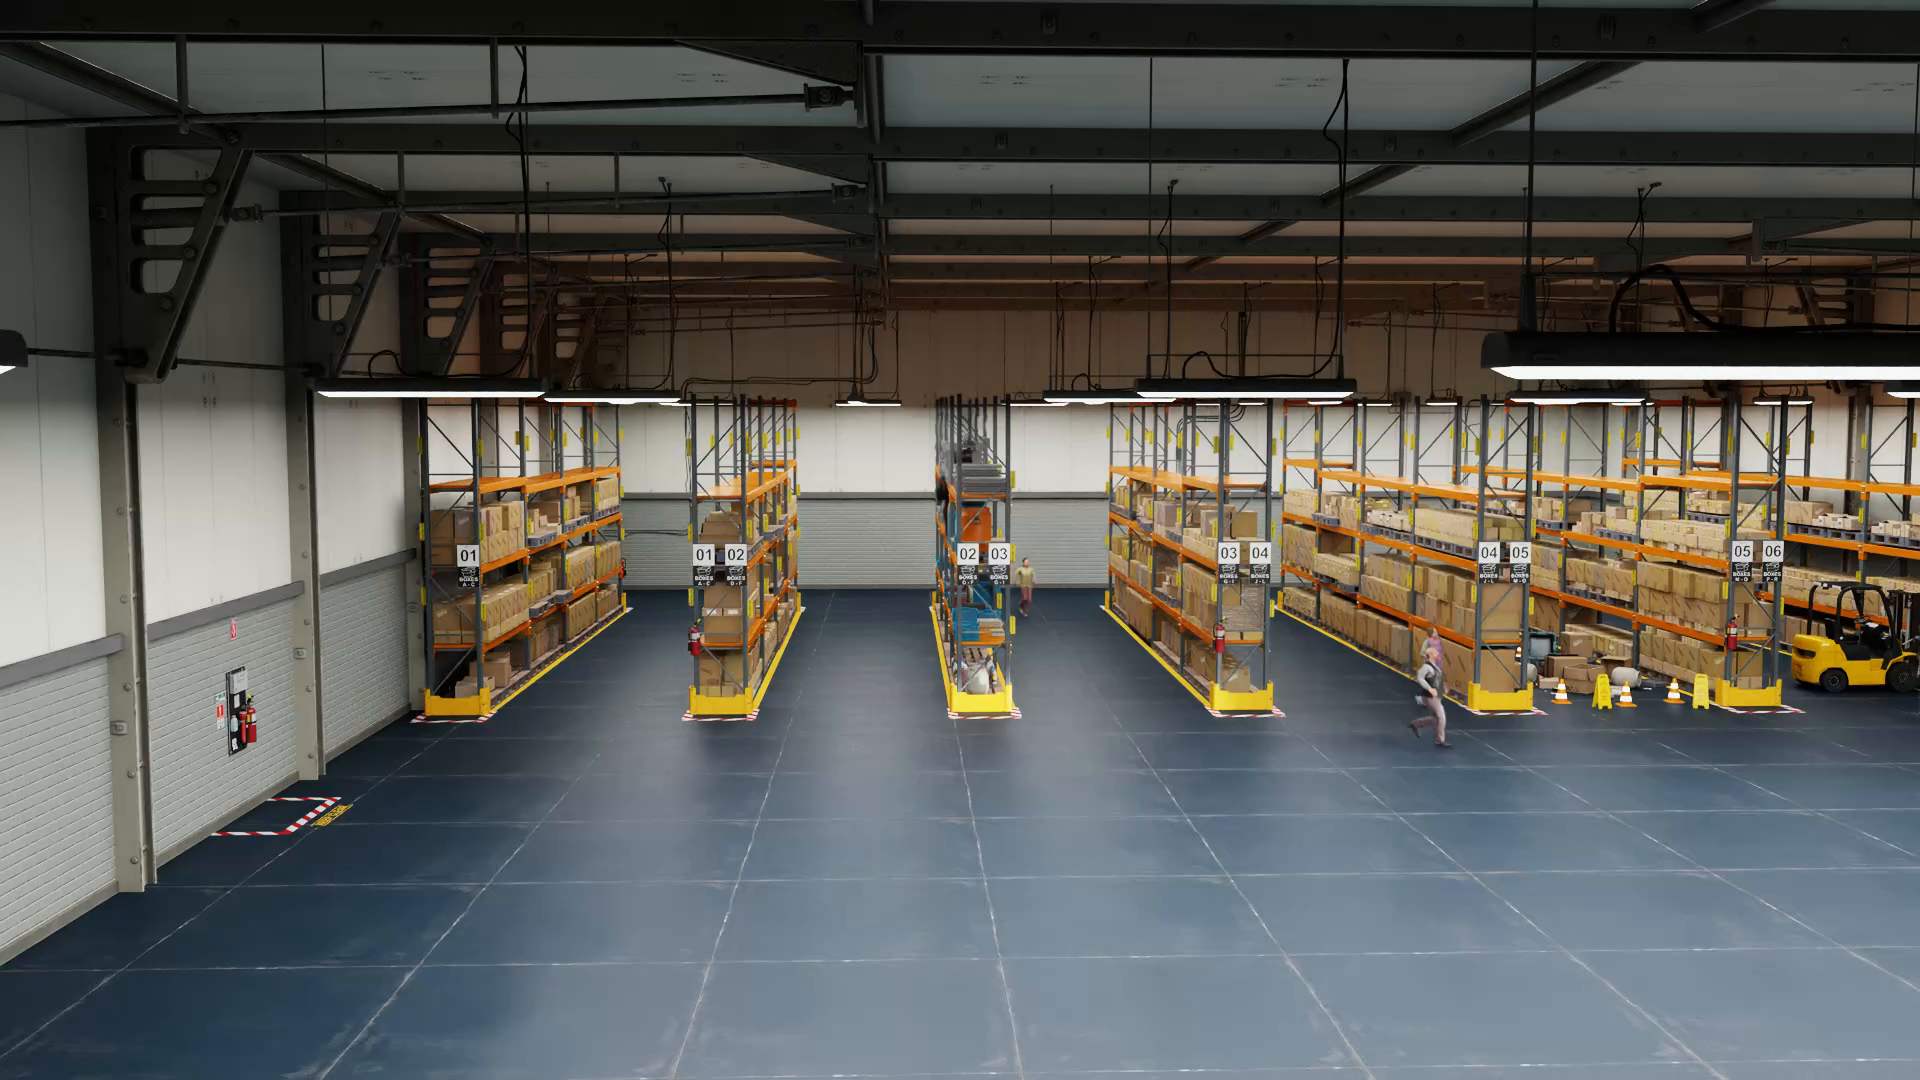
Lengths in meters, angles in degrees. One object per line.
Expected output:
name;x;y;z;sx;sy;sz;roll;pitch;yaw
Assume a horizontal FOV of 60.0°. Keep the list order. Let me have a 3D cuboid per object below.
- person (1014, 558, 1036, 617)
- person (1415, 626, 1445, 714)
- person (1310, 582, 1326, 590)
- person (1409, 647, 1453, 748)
person;1.824;1.308;45.765;0.581;1.634;0.540;-1;5;-15
person;8.939;2.448;31.569;0.577;1.629;0.793;-2;5;-26
person;10.732;0.993;49.530;0.598;1.681;0.664;-2;5;-28
person;7.989;2.662;28.213;0.783;1.692;0.691;3;5;30
